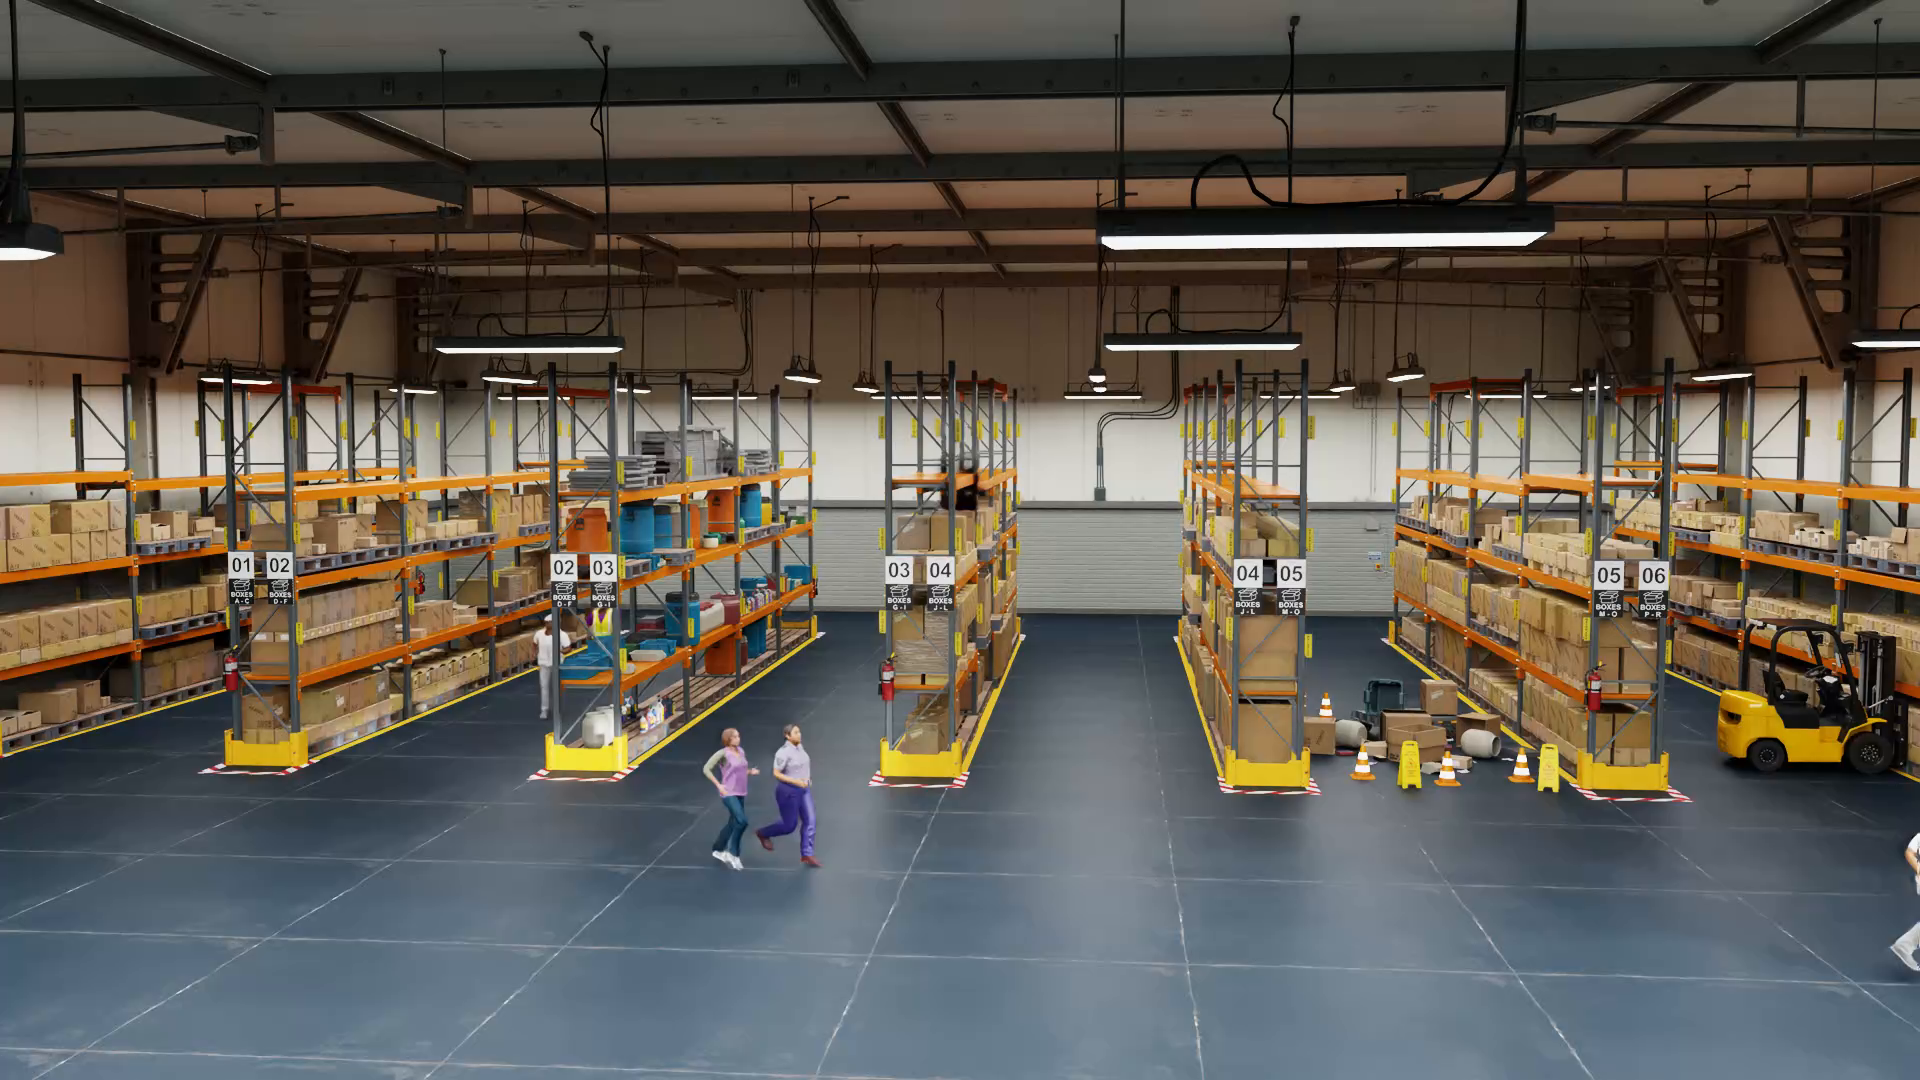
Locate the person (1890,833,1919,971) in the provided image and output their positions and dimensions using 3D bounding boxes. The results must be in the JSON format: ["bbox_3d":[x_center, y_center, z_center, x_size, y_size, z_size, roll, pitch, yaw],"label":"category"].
[{"bbox_3d":[8.855,3.181,15.064,0.595,1.709,0.771,-3,5,-36],"label":"person"}]

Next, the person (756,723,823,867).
[{"bbox_3d":[-1.959,2.937,19.252,0.841,1.648,0.607,2,4,29],"label":"person"}]

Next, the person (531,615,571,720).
[{"bbox_3d":[-7.148,2.183,29.054,0.707,1.776,0.896,0,4,-5],"label":"person"}]

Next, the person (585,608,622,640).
[{"bbox_3d":[-7.077,1.975,32.944,0.726,1.727,0.588,0,4,-3],"label":"person"}]

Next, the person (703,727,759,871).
[{"bbox_3d":[-2.593,2.954,19.019,0.658,1.628,0.516,2,4,28],"label":"person"}]
